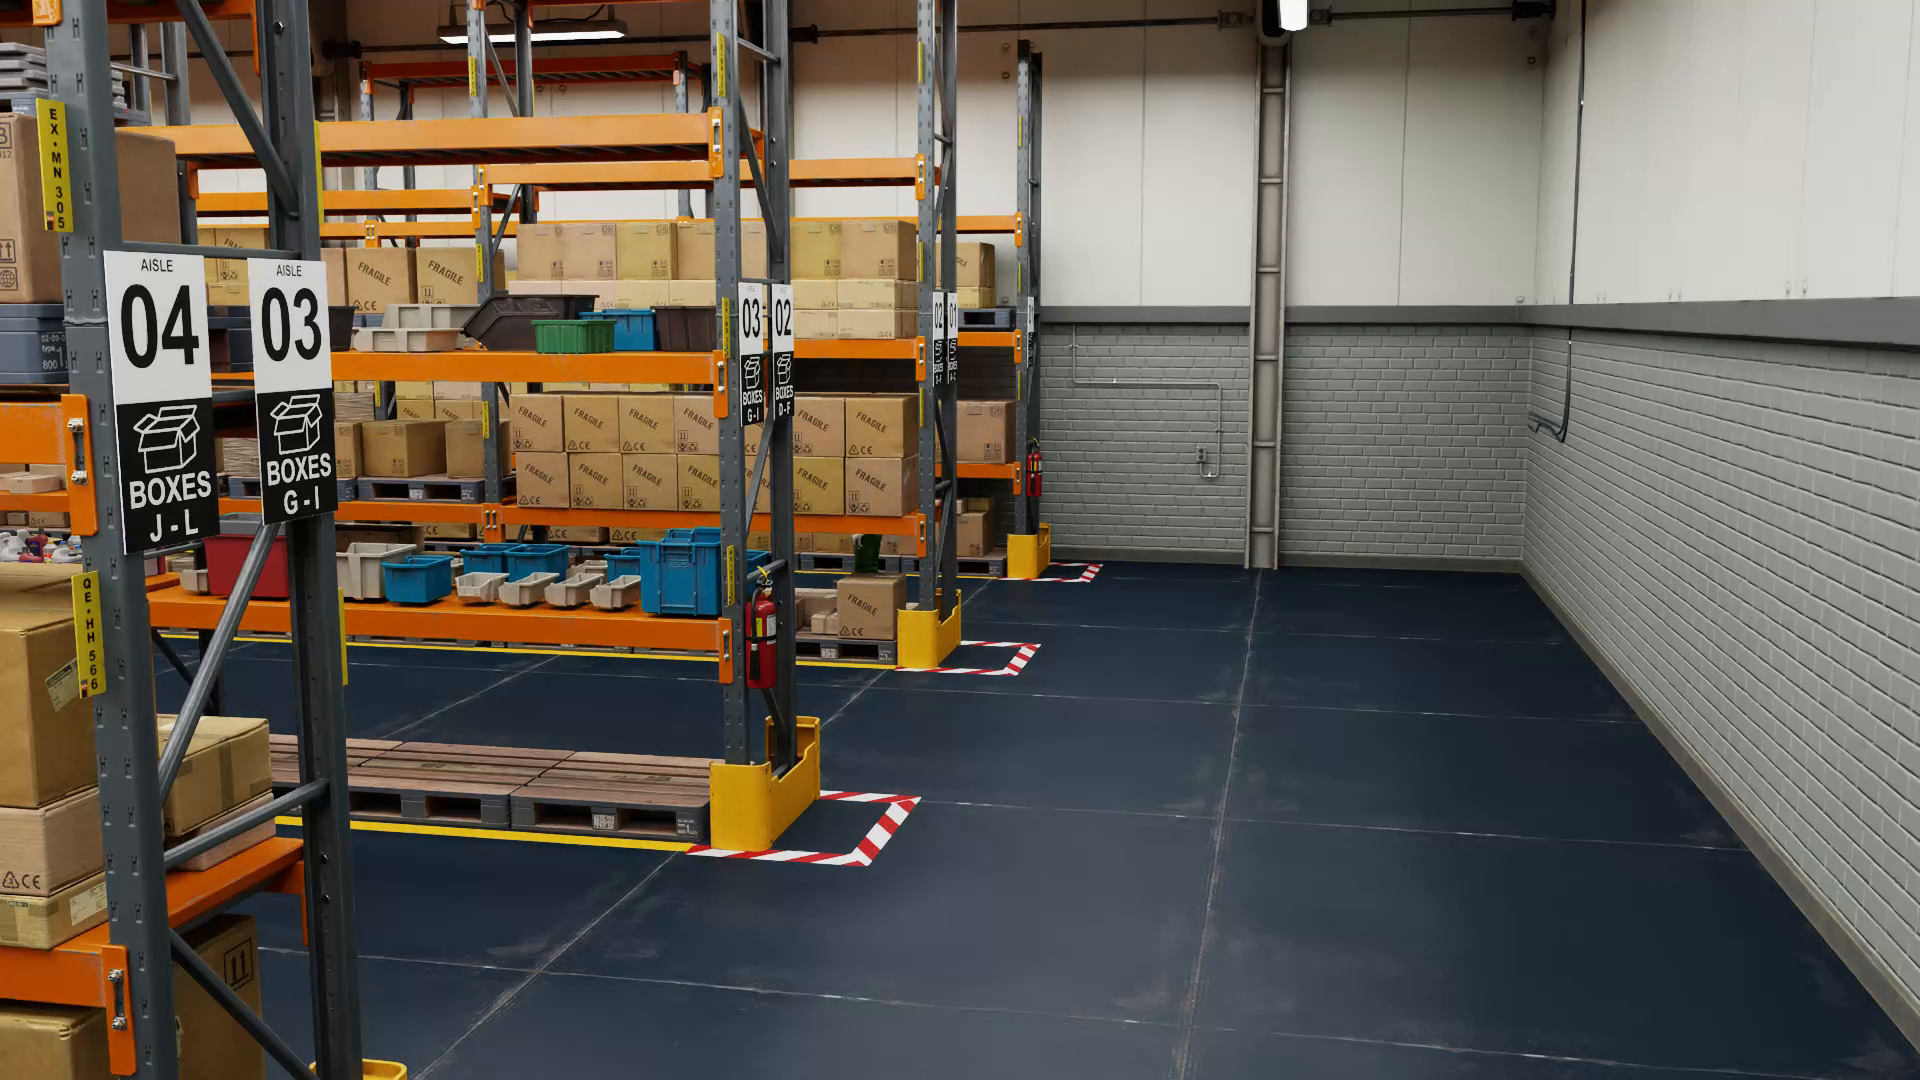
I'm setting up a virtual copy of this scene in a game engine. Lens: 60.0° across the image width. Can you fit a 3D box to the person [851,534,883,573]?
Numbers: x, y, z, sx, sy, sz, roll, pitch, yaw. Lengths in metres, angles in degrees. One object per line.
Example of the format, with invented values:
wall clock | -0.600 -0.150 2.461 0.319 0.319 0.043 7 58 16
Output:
person | -0.930 -0.088 16.391 0.450 1.780 0.623 1 8 9
